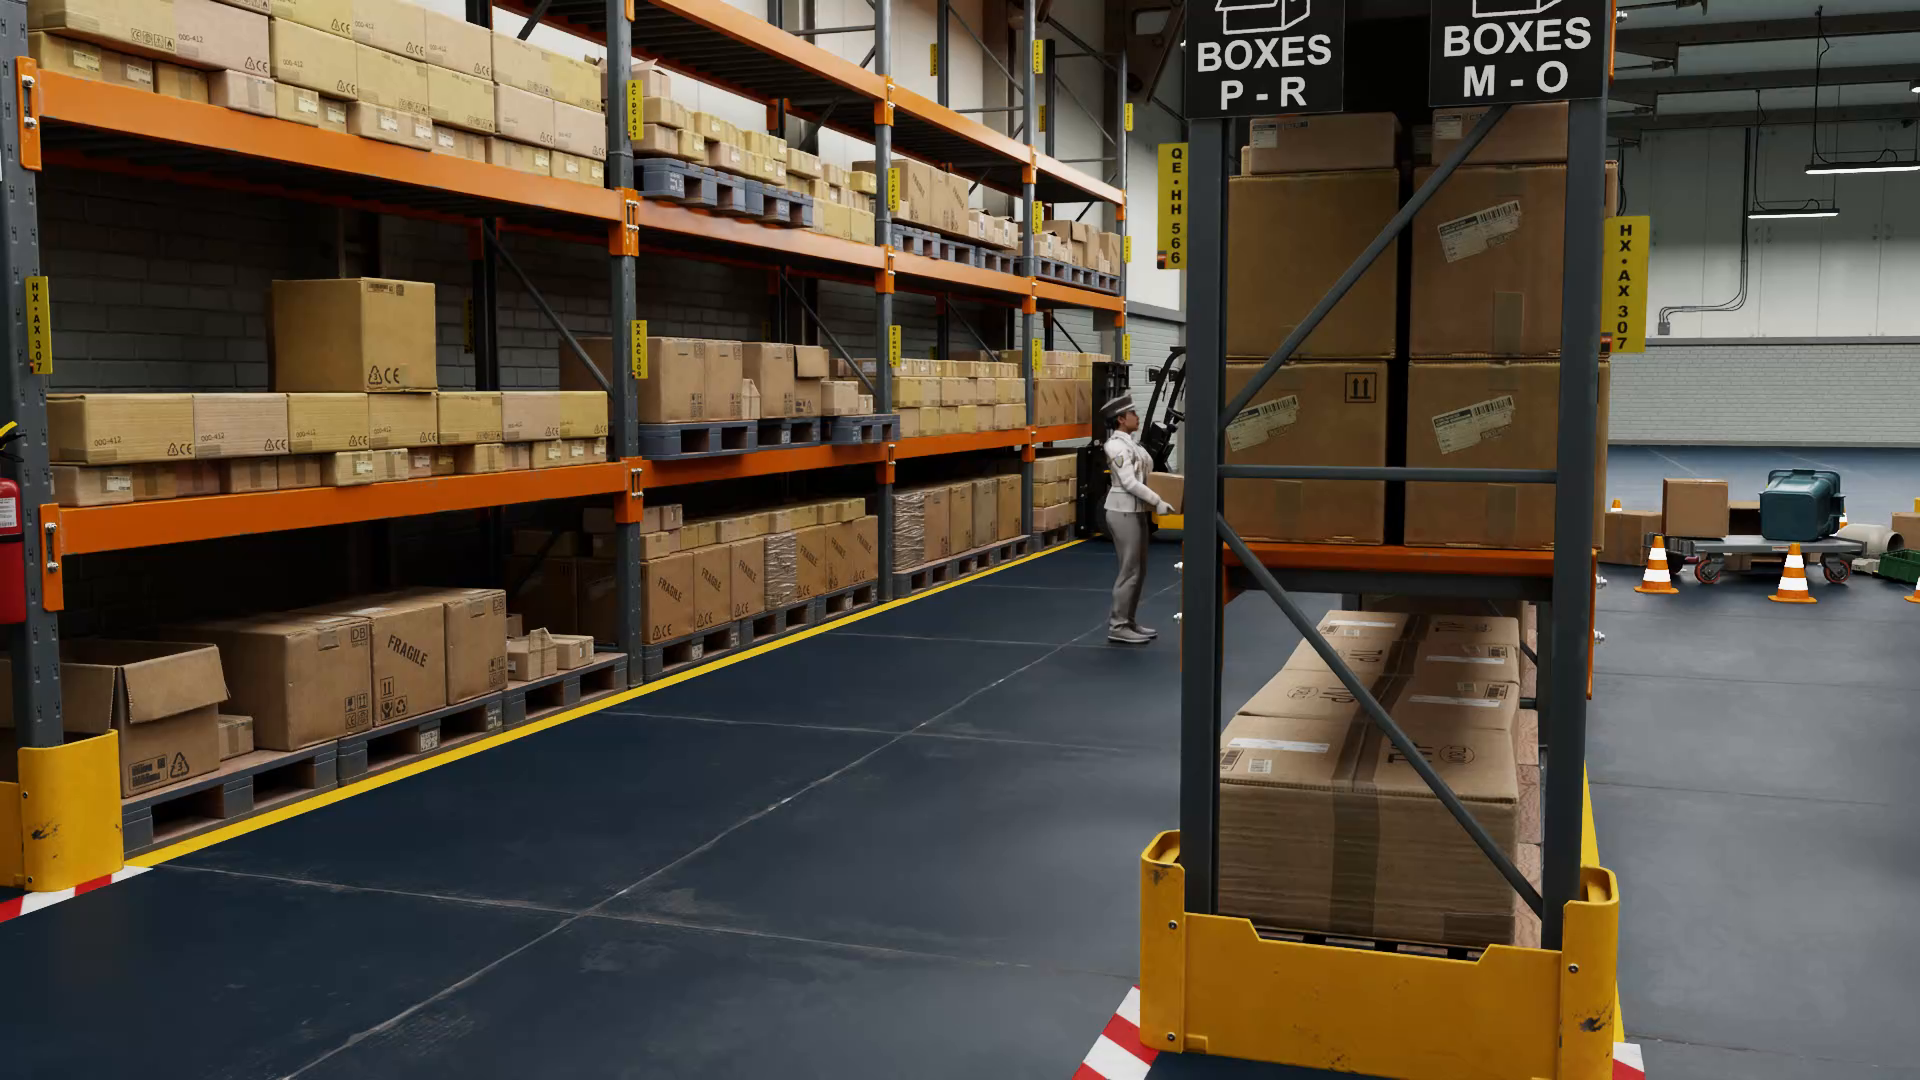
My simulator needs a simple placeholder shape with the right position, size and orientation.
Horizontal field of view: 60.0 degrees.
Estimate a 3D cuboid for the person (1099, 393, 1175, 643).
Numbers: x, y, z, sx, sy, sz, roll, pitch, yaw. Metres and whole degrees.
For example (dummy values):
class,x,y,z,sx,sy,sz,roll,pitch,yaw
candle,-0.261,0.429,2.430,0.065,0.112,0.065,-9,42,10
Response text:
class,x,y,z,sx,sy,sz,roll,pitch,yaw
person,1.211,-0.157,11.293,0.556,1.686,0.460,2,6,19
